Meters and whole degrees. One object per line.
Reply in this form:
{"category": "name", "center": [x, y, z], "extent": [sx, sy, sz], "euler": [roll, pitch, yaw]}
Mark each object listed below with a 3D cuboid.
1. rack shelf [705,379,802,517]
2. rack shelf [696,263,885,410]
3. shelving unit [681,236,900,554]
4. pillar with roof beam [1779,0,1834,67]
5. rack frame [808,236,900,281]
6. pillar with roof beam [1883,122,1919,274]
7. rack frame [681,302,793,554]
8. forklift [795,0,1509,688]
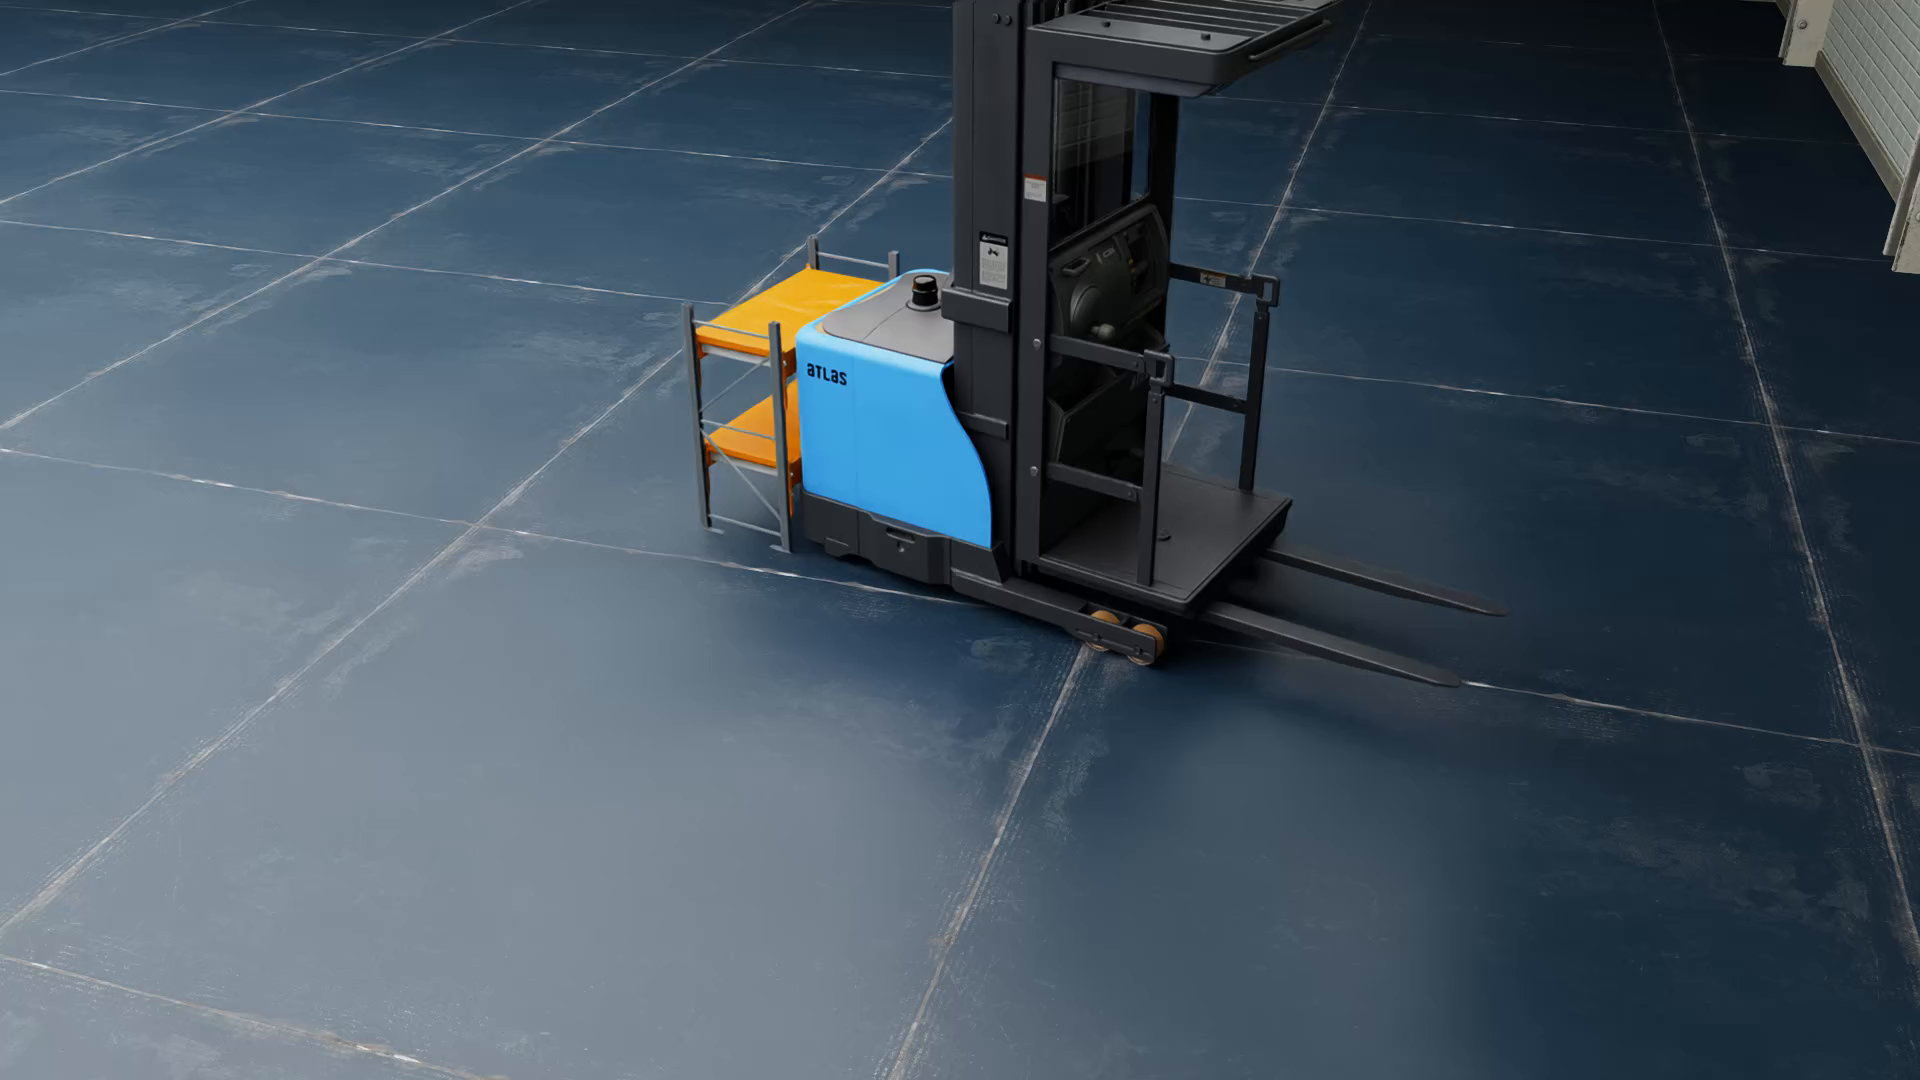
{"category": "rack shelf", "center": [-0.755, -0.496, 7.988], "extent": [0.538, 0.278, 1.000], "euler": [15, 32, 24]}
{"category": "rack shelf", "center": [-0.755, -0.966, 7.727], "extent": [0.538, 0.278, 1.000], "euler": [15, 32, 24]}
{"category": "shelving unit", "center": [-0.755, -0.710, 7.869], "extent": [0.538, 1.125, 1.048], "euler": [15, 32, 24]}
{"category": "pillar with roof beam", "center": [3.979, -9.169, 14.975], "extent": [9.100, 9.000, 0.400], "euler": [8, 30, 15]}
{"category": "rack frame", "center": [-0.514, -0.928, 8.261], "extent": [0.500, 1.125, 0.032], "euler": [15, 32, 24]}
{"category": "pillar with roof beam", "center": [2.218, -6.380, 9.963], "extent": [9.100, 9.000, 0.400], "euler": [8, 30, 15]}
{"category": "rack frame", "center": [-0.996, -0.492, 7.478], "extent": [0.500, 1.125, 0.032], "euler": [15, 32, 24]}
{"category": "forklift", "center": [0.787, -1.062, 6.644], "extent": [3.031, 2.935, 1.130], "euler": [17, 33, 28]}
